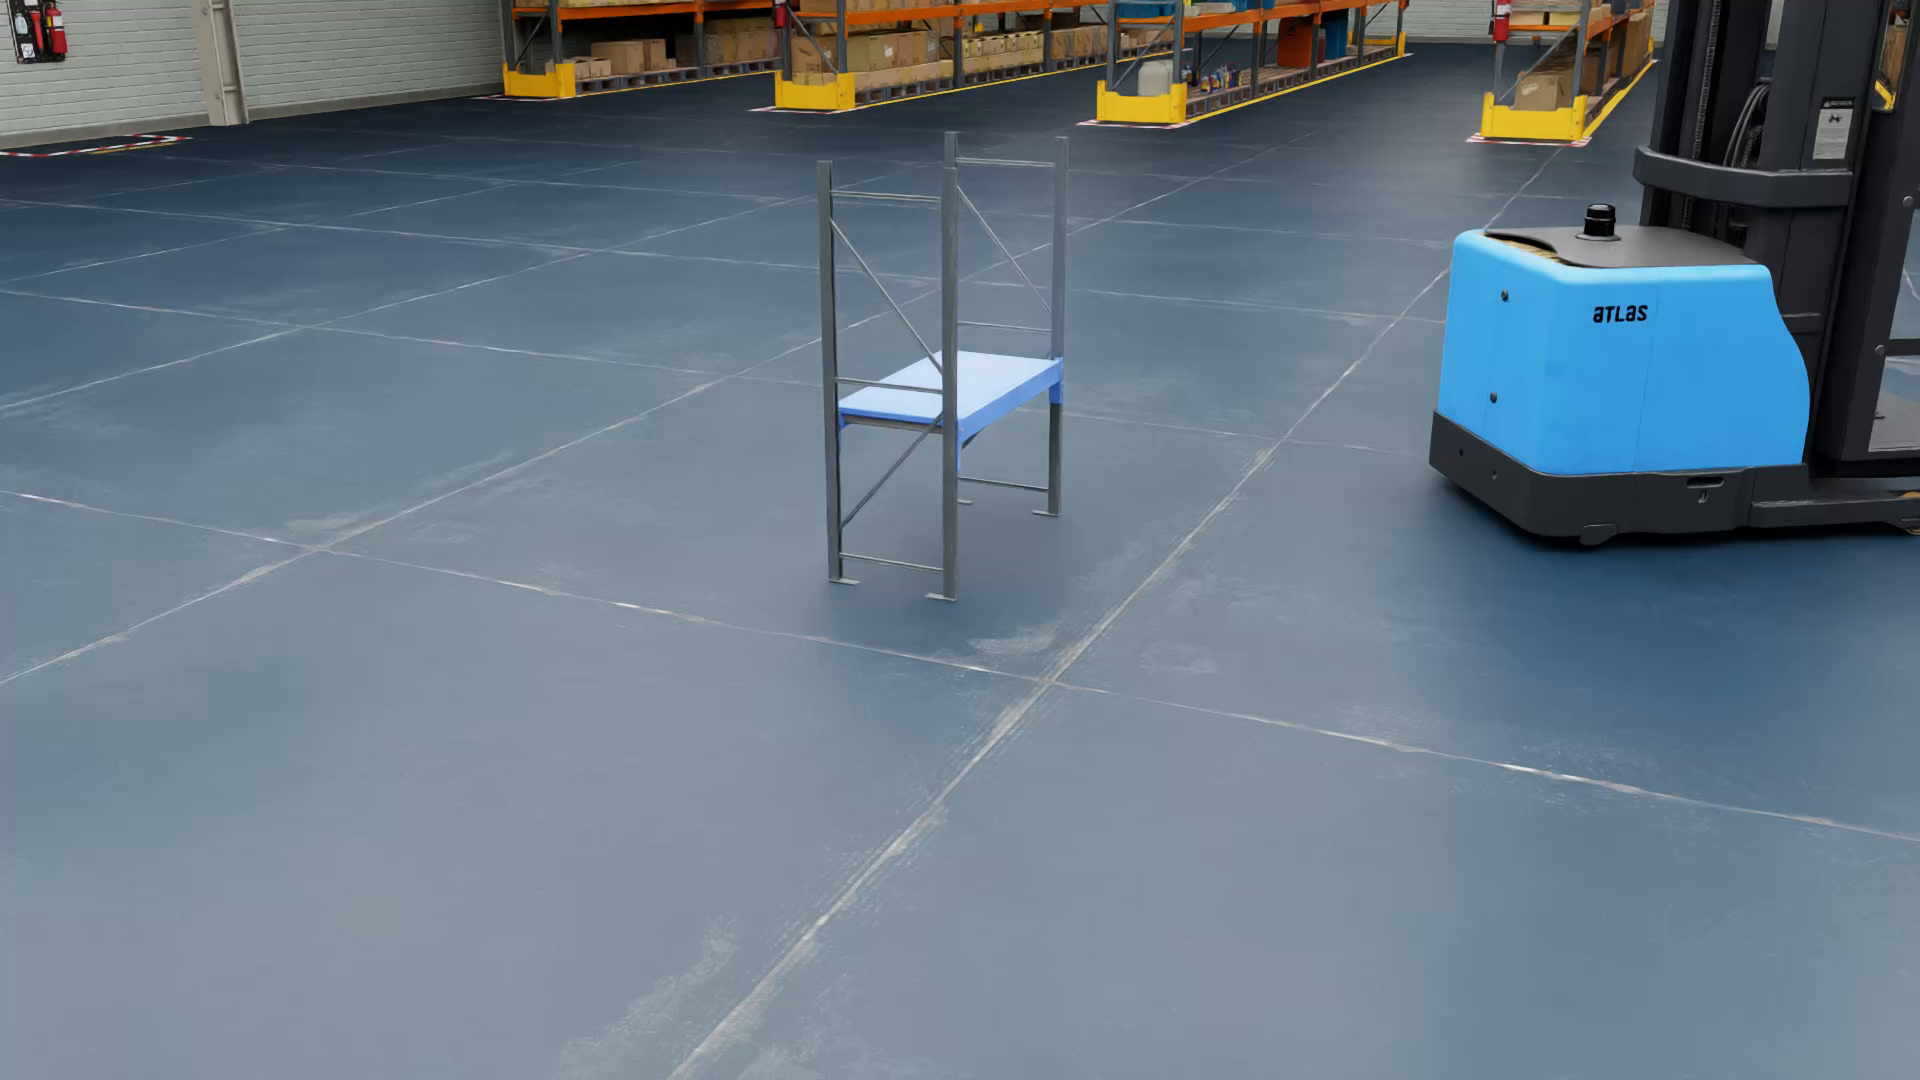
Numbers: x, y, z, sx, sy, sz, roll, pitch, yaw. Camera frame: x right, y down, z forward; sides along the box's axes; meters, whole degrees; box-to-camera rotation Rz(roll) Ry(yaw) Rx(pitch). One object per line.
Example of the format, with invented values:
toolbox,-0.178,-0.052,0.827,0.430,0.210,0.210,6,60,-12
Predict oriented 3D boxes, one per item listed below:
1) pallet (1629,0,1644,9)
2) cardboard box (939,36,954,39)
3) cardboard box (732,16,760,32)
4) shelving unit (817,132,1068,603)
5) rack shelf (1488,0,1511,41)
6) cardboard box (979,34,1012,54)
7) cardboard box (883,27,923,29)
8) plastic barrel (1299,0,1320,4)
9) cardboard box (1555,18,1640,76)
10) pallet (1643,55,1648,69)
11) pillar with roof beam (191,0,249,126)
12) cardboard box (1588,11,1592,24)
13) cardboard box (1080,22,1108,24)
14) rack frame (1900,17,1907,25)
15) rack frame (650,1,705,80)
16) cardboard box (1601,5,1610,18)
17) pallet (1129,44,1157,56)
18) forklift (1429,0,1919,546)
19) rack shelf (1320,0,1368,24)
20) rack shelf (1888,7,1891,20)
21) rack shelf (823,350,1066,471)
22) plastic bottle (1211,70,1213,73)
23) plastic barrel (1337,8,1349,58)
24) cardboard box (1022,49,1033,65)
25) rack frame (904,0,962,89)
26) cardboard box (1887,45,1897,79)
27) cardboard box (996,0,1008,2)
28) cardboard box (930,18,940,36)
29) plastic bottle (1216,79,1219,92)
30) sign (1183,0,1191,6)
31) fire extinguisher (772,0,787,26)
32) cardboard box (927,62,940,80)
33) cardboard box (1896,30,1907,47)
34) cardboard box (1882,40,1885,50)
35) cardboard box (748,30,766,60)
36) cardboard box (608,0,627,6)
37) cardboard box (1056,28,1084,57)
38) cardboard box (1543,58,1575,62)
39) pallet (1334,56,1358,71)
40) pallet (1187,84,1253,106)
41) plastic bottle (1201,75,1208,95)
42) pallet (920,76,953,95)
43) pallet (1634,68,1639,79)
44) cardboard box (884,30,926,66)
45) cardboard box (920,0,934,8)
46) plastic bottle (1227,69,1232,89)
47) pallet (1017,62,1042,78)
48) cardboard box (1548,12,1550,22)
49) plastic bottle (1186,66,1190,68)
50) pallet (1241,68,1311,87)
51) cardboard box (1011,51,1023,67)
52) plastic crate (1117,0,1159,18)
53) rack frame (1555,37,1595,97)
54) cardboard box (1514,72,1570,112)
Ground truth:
pallet,10.030,-8.442,26.015,1.213,0.211,1.003,9,21,23
cardboard box,-0.338,-8.392,28.229,0.500,0.311,0.500,9,22,24
cardboard box,-3.073,-10.745,32.686,0.732,1.239,4.836,9,21,23
shelving unit,-0.035,-0.681,6.144,0.538,1.500,1.048,9,21,23
rack shelf,14.615,-9.097,24.252,10.978,2.975,16.110,9,21,23
cardboard box,0.575,-8.631,28.901,0.500,0.311,0.500,9,22,24
cardboard box,-0.925,-8.059,27.011,0.500,0.500,0.500,9,21,23
plastic barrel,5.792,-9.325,28.009,0.600,0.536,0.708,9,21,23
cardboard box,10.526,-8.169,27.508,1.225,0.875,0.875,8,21,20
pallet,12.743,-9.269,32.218,1.003,0.211,1.213,9,21,23
pillar with roof beam,-5.641,-9.092,18.606,9.100,9.000,0.400,9,21,23
cardboard box,7.519,-6.403,20.372,0.380,0.149,0.250,9,21,23
cardboard box,2.801,-10.590,34.845,0.500,0.500,0.500,9,21,23
rack frame,17.981,-10.499,31.514,0.949,2.616,0.053,9,21,23
rack frame,-4.971,-9.581,28.932,1.000,3.000,0.127,9,21,23
cardboard box,8.498,-7.082,22.282,0.380,0.149,0.250,9,21,23
pallet,3.607,-10.618,36.010,1.003,0.211,1.213,9,21,23
forklift,3.585,-1.573,6.517,3.031,2.935,1.130,-3,20,-9
rack shelf,6.525,-9.717,30.388,1.077,0.370,4.000,9,21,23
rack shelf,17.165,-9.548,29.914,1.077,0.370,4.000,9,21,23
rack shelf,-0.035,-0.511,6.204,0.538,0.185,1.000,9,21,23
plastic bottle,3.689,-6.720,24.286,0.061,0.283,0.133,9,21,23
plastic barrel,7.105,-9.712,31.806,0.600,0.901,0.708,9,21,23
cardboard box,0.988,-8.675,29.862,0.500,0.250,0.500,8,21,22
rack frame,-0.450,-8.902,27.024,1.000,3.000,0.127,9,21,23
cardboard box,15.157,-7.632,26.557,0.500,0.500,0.500,8,21,20
cardboard box,0.516,-9.657,28.997,0.500,0.500,0.500,7,21,20
cardboard box,-0.874,-11.571,37.631,0.700,0.500,0.500,9,22,24
plastic bottle,3.678,-6.565,23.970,0.097,0.201,0.097,0,20,0
sign,2.930,-7.052,21.409,0.100,0.325,0.005,9,21,23
fire extinguisher,-2.560,-7.671,23.676,0.296,0.674,0.183,9,21,23
cardboard box,-0.654,-7.481,26.505,0.500,0.250,0.500,9,21,23
cardboard box,14.946,-7.827,25.987,0.500,0.250,0.500,9,21,23
cardboard box,16.323,-8.639,29.024,0.380,0.149,0.250,9,21,23
cardboard box,-4.074,-9.309,31.240,0.700,0.500,0.500,8,21,22
cardboard box,-5.705,-8.718,26.700,0.500,0.250,0.500,8,21,22
cardboard box,2.055,-9.568,31.970,0.500,0.500,0.500,8,21,22
cardboard box,8.386,-6.445,23.219,0.500,0.500,0.500,8,21,21
pallet,6.990,-9.123,31.806,1.003,0.211,1.213,9,21,23
pallet,3.755,-6.708,25.016,1.003,0.211,1.213,9,21,23
plastic bottle,3.457,-6.432,23.493,0.097,0.271,0.097,0,20,0
pallet,-0.814,-7.351,26.824,1.003,0.211,1.213,9,21,23
pallet,11.615,-8.427,29.850,1.003,0.211,1.213,9,21,23
cardboard box,-0.857,-7.681,25.949,0.500,0.500,0.500,9,21,23
cardboard box,-0.836,-8.651,26.167,0.700,0.500,0.500,8,21,22
plastic bottle,3.960,-6.798,24.505,0.061,0.283,0.133,10,22,26
pallet,0.816,-8.565,30.237,1.003,0.211,1.213,9,21,23
cardboard box,7.292,-6.621,20.984,0.380,0.149,0.250,9,21,23
plastic bottle,3.430,-7.005,25.099,0.152,0.276,0.135,9,22,25
pallet,5.353,-7.899,28.364,1.003,0.211,1.213,9,21,23
cardboard box,0.700,-9.852,28.993,0.692,3.050,0.521,8,21,22
plastic crate,2.362,-7.123,22.242,0.499,0.251,0.616,9,21,23
rack frame,8.589,-7.541,23.197,0.949,2.616,0.053,9,21,23
cardboard box,7.219,-5.528,20.639,0.500,0.500,0.500,13,23,33
